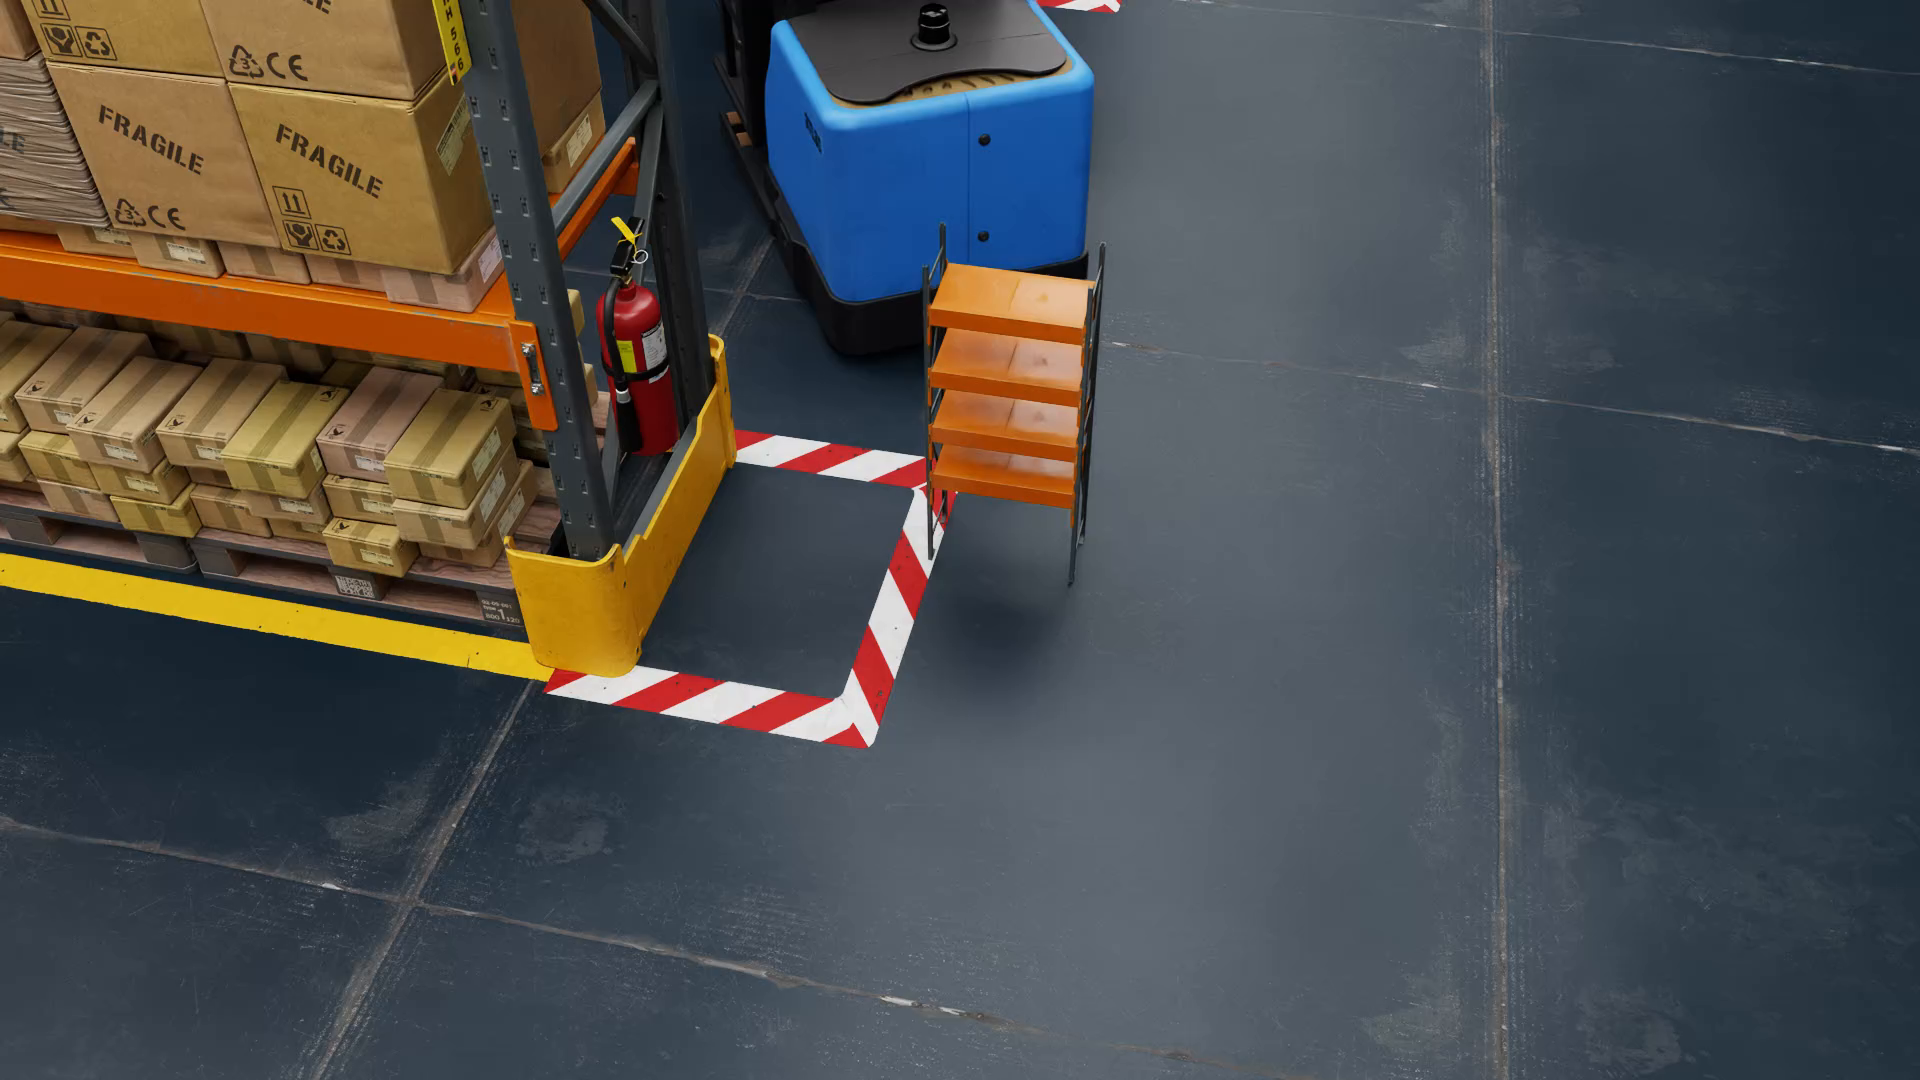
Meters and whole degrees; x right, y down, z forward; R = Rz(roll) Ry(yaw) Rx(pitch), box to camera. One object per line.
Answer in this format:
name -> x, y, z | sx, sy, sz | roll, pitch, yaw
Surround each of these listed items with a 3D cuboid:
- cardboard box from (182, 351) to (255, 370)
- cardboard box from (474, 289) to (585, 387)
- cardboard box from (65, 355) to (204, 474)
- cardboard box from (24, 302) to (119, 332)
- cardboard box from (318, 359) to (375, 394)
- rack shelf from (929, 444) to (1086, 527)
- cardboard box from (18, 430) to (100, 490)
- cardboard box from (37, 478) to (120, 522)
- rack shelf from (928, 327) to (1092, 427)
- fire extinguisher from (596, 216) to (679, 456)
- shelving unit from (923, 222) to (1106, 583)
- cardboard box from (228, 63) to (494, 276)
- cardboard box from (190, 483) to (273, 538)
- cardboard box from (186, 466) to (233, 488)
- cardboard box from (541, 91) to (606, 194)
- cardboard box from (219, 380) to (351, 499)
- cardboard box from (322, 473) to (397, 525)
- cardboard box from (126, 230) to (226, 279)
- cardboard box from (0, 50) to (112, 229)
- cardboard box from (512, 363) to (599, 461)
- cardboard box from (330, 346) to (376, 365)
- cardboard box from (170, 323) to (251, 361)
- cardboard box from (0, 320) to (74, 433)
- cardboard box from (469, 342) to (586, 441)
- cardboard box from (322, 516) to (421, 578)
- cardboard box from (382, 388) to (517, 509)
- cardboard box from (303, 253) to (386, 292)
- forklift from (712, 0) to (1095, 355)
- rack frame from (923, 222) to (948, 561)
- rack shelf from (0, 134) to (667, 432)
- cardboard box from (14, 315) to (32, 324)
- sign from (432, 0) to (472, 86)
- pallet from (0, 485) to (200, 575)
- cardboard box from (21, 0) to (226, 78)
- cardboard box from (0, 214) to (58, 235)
cardboard box -> -2.497, -0.673, 5.824 | 0.250, 0.149, 0.380 | 7, 44, 7
cardboard box -> -1.459, -0.691, 5.629 | 0.250, 0.149, 0.380 | 7, 44, 7
cardboard box -> -2.620, -0.406, 5.333 | 0.250, 0.149, 0.380 | 10, 45, 11
cardboard box -> -3.014, -0.850, 5.794 | 0.250, 0.149, 0.380 | 9, 45, 9
cardboard box -> -1.990, -0.585, 5.733 | 0.250, 0.149, 0.380 | 9, 45, 10
rack shelf -> 0.162, -0.216, 5.492 | 0.480, 0.148, 0.258 | 9, 45, 9
cardboard box -> -2.861, -0.360, 5.500 | 0.250, 0.149, 0.380 | 11, 45, 11
cardboard box -> -2.862, -0.255, 5.604 | 0.250, 0.149, 0.380 | 10, 45, 10
rack shelf -> 0.162, -0.520, 5.199 | 0.480, 0.148, 0.258 | 9, 45, 9
fire extinguisher -> -0.877, -0.531, 4.463 | 0.183, 0.674, 0.296 | 9, 45, 9
shelving unit -> 0.162, -0.407, 5.308 | 0.503, 1.200, 0.258 | 9, 45, 9
cardboard box -> -1.517, -1.080, 4.423 | 0.500, 0.500, 0.500 | 10, 45, 10
cardboard box -> -2.337, -0.203, 5.551 | 0.250, 0.149, 0.380 | 9, 45, 9
cardboard box -> -2.347, -0.349, 5.488 | 0.250, 0.149, 0.380 | 8, 45, 9
cardboard box -> -1.267, -1.224, 5.040 | 0.250, 0.149, 0.380 | 8, 45, 9
cardboard box -> -2.107, -0.321, 5.244 | 0.250, 0.149, 0.380 | 8, 44, 8
cardboard box -> -1.843, -0.238, 5.372 | 0.250, 0.149, 0.380 | 8, 44, 8
cardboard box -> -2.139, -0.925, 4.729 | 0.250, 0.149, 0.380 | 10, 45, 10
cardboard box -> -2.515, -1.232, 4.581 | 0.500, 0.500, 0.500 | 9, 45, 9
cardboard box -> -1.463, -0.464, 5.822 | 0.250, 0.149, 0.380 | 10, 45, 10
cardboard box -> -1.972, -0.776, 5.718 | 0.250, 0.149, 0.380 | 9, 45, 9
cardboard box -> -2.501, -0.806, 5.749 | 0.250, 0.149, 0.380 | 10, 45, 11
cardboard box -> -3.115, -0.541, 5.473 | 0.250, 0.149, 0.380 | 9, 45, 9
cardboard box -> -1.477, -0.528, 5.674 | 0.250, 0.149, 0.380 | 11, 45, 11
cardboard box -> -1.854, -0.077, 5.419 | 0.250, 0.149, 0.380 | 10, 45, 10
cardboard box -> -1.594, -0.291, 5.213 | 0.250, 0.149, 0.380 | 9, 45, 10
cardboard box -> -1.636, -0.874, 4.676 | 0.250, 0.149, 0.380 | 9, 45, 9
forklift -> -0.457, -2.803, 6.549 | 1.130, 2.935, 3.031 | -13, 46, -14
rack frame -> -0.076, -0.444, 5.346 | 0.015, 1.200, 0.240 | 9, 45, 9
rack shelf -> -2.974, -1.087, 5.235 | 4.000, 0.370, 1.077 | 9, 45, 9
cardboard box -> -3.283, -0.803, 5.959 | 0.250, 0.149, 0.380 | 7, 44, 7
sign -> -1.163, -1.202, 3.773 | 0.005, 0.325, 0.100 | 9, 45, 9
pallet -> -3.068, -0.383, 5.996 | 1.213, 0.211, 1.003 | 9, 45, 9
cardboard box -> -2.017, -1.525, 4.163 | 0.500, 0.500, 0.500 | 7, 44, 8
cardboard box -> -2.640, -1.066, 4.875 | 0.250, 0.149, 0.380 | 7, 44, 7
